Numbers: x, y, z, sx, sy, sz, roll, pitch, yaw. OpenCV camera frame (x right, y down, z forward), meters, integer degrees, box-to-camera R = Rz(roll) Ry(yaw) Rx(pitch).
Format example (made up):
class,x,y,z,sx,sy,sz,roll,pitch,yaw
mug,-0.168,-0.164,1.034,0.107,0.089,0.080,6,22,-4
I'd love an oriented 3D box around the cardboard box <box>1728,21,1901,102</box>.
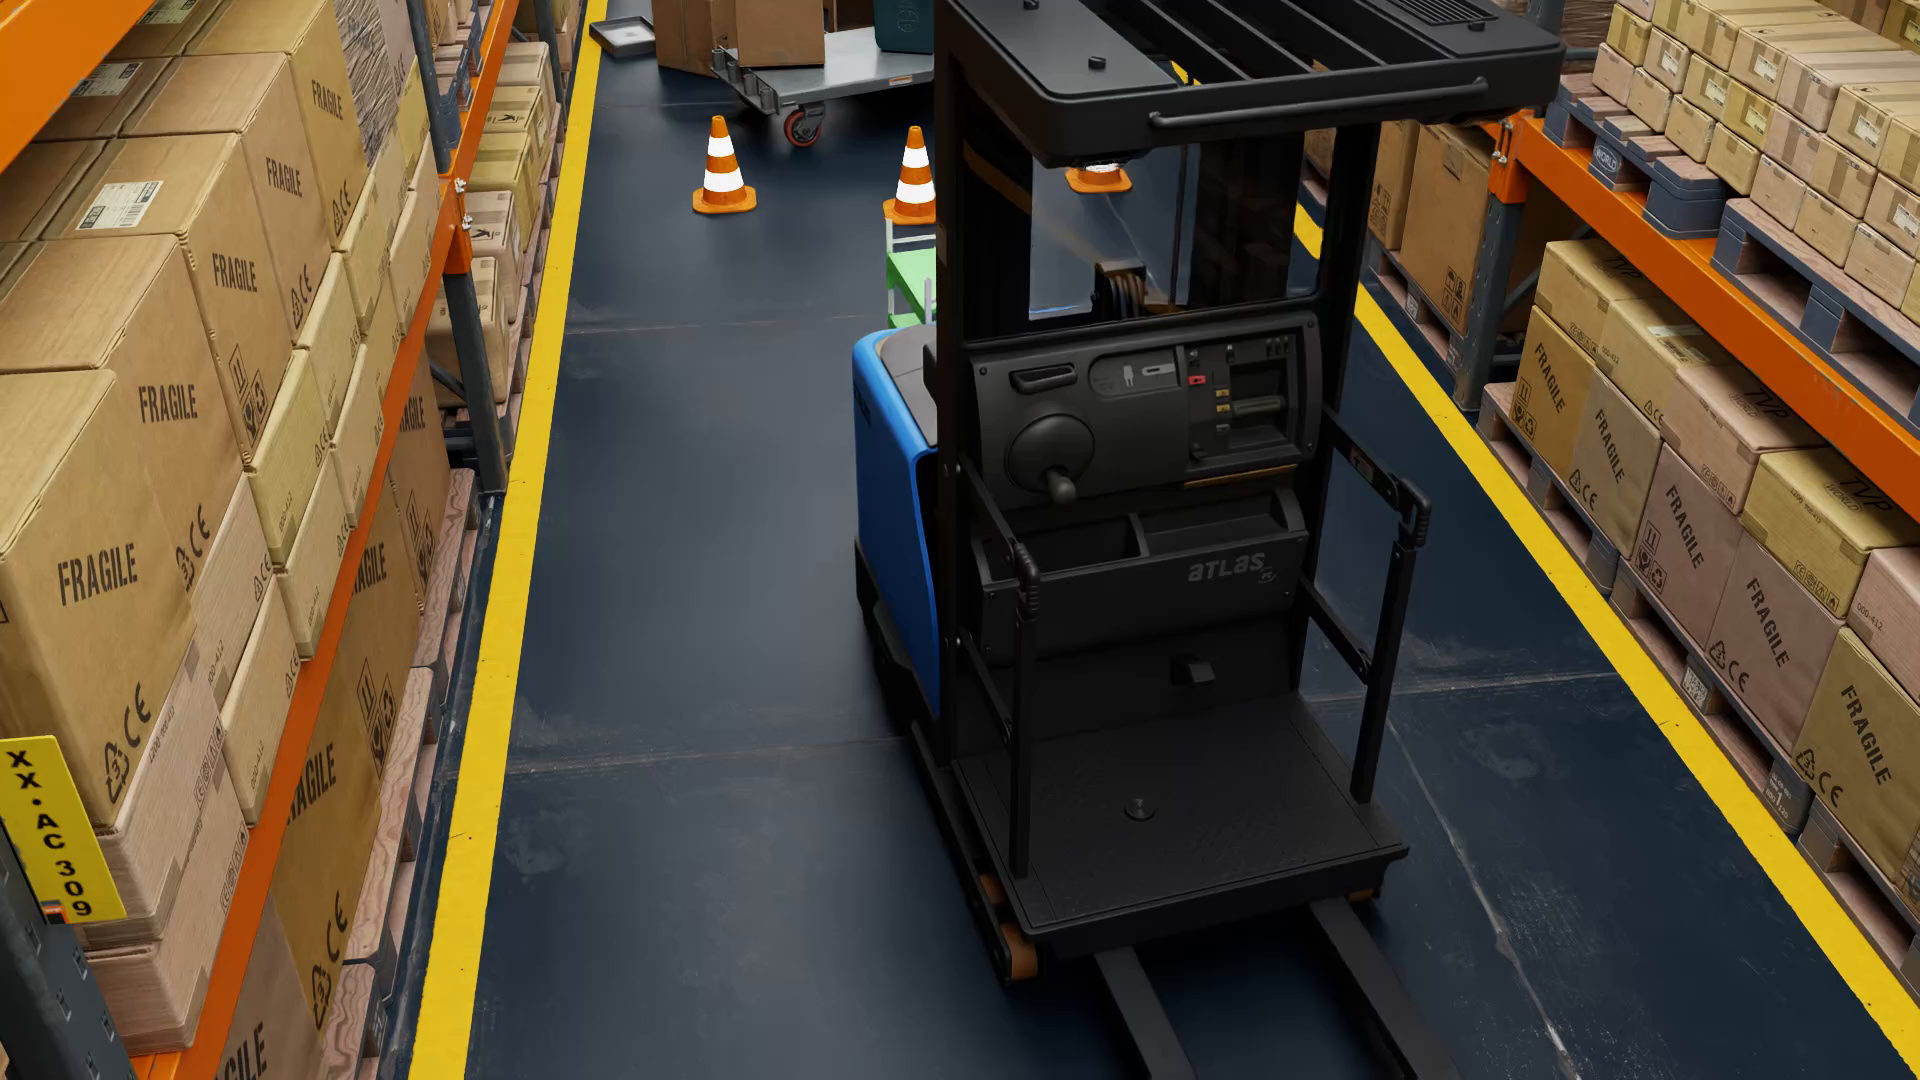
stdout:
class,x,y,z,sx,sy,sz,roll,pitch,yaw
cardboard box,2.585,-1.453,5.040,0.380,0.149,0.250,-6,35,-8

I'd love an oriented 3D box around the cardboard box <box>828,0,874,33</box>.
class,x,y,z,sx,sy,sz,roll,pitch,yaw
cardboard box,-0.476,-3.592,10.954,0.797,0.637,0.503,-4,35,-6

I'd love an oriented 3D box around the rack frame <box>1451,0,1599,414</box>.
class,x,y,z,sx,sy,sz,roll,pitch,yaw
rack frame,2.612,-1.845,6.293,1.000,3.000,0.127,-4,35,-6

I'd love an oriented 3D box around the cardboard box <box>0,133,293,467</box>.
class,x,y,z,sx,sy,sz,roll,pitch,yaw
cardboard box,-1.676,-0.465,3.292,0.500,0.500,0.500,-5,35,-8

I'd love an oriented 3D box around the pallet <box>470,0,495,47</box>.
class,x,y,z,sx,sy,sz,roll,pitch,yaw
pallet,-2.586,-2.436,7.331,1.003,0.211,1.213,-4,35,-6

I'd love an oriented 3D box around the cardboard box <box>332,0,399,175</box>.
class,x,y,z,sx,sy,sz,roll,pitch,yaw
cardboard box,-1.873,-1.313,4.537,0.500,0.500,0.500,-4,34,-6

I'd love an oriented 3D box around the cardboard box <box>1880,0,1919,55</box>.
class,x,y,z,sx,sy,sz,roll,pitch,yaw
cardboard box,3.199,-1.635,5.307,0.380,0.149,0.250,-3,34,-5

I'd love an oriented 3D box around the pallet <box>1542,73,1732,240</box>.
class,x,y,z,sx,sy,sz,roll,pitch,yaw
pallet,2.814,-1.376,5.775,1.213,0.211,1.003,-4,35,-6

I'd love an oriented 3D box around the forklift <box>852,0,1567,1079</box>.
class,x,y,z,sx,sy,sz,roll,pitch,yaw
forklift,0.549,-0.270,4.043,1.130,2.935,3.031,-10,35,-14

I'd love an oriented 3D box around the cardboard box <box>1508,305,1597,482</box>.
class,x,y,z,sx,sy,sz,roll,pitch,yaw
cardboard box,2.455,-0.571,6.271,0.500,0.500,0.500,-6,35,-8

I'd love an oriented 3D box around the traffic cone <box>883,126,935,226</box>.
class,x,y,z,sx,sy,sz,roll,pitch,yaw
traffic cone,-0.233,-1.925,8.664,0.336,0.463,0.334,-4,35,-6

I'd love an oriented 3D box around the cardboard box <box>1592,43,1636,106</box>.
class,x,y,z,sx,sy,sz,roll,pitch,yaw
cardboard box,2.473,-1.649,5.857,0.380,0.149,0.250,-5,35,-7

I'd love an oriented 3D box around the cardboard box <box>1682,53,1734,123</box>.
class,x,y,z,sx,sy,sz,roll,pitch,yaw
cardboard box,2.556,-1.452,5.304,0.380,0.149,0.250,-5,35,-8

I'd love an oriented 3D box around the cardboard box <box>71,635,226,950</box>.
class,x,y,z,sx,sy,sz,roll,pitch,yaw
cardboard box,-1.521,0.407,2.678,0.500,0.250,0.500,-5,35,-8

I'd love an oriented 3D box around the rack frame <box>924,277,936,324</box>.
class,x,y,z,sx,sy,sz,roll,pitch,yaw
rack frame,0.001,-0.365,5.721,0.240,1.200,0.015,-10,35,-14

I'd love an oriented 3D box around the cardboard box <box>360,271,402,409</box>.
class,x,y,z,sx,sy,sz,roll,pitch,yaw
cardboard box,-1.818,-0.523,4.487,0.500,0.250,0.500,-5,35,-7

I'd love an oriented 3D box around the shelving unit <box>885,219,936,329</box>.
class,x,y,z,sx,sy,sz,roll,pitch,yaw
shelving unit,-0.070,-0.497,5.914,0.258,1.200,0.503,-10,35,-14

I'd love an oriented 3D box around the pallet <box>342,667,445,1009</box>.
class,x,y,z,sx,sy,sz,roll,pitch,yaw
pallet,-2.087,0.864,4.795,1.003,0.211,1.213,-4,35,-6

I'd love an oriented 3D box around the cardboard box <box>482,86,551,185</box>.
class,x,y,z,sx,sy,sz,roll,pitch,yaw
cardboard box,-2.644,-2.040,8.540,0.950,0.372,0.625,-2,34,-3

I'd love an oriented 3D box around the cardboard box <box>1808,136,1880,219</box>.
class,x,y,z,sx,sy,sz,roll,pitch,yaw
cardboard box,2.653,-1.034,4.689,0.380,0.149,0.250,-5,35,-7

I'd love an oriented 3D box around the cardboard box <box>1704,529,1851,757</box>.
class,x,y,z,sx,sy,sz,roll,pitch,yaw
cardboard box,2.668,0.280,5.022,0.500,0.500,0.500,-5,35,-7

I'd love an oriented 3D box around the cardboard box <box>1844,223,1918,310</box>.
class,x,y,z,sx,sy,sz,roll,pitch,yaw
cardboard box,2.686,-0.764,4.558,0.380,0.149,0.250,-5,35,-8

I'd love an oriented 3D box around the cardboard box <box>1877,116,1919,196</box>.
class,x,y,z,sx,sy,sz,roll,pitch,yaw
cardboard box,2.691,-1.015,4.397,0.380,0.149,0.250,-5,35,-7

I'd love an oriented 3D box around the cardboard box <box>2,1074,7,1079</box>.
class,x,y,z,sx,sy,sz,roll,pitch,yaw
cardboard box,-1.426,1.017,2.005,0.500,0.500,0.500,-4,34,-6

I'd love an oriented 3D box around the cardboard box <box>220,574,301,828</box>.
class,x,y,z,sx,sy,sz,roll,pitch,yaw
cardboard box,-1.610,0.327,3.240,0.500,0.250,0.500,-5,35,-8

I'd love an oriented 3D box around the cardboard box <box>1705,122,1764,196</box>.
class,x,y,z,sx,sy,sz,roll,pitch,yaw
cardboard box,2.583,-1.199,5.195,0.380,0.149,0.250,-3,34,-4

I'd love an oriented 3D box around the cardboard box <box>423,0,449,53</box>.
class,x,y,z,sx,sy,sz,roll,pitch,yaw
cardboard box,-2.110,-2.020,5.824,0.500,0.500,0.500,-5,35,-8

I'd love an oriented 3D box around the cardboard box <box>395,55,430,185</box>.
class,x,y,z,sx,sy,sz,roll,pitch,yaw
cardboard box,-1.962,-1.307,5.193,0.500,0.250,0.500,-4,35,-7

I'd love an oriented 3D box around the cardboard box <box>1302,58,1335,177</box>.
class,x,y,z,sx,sy,sz,roll,pitch,yaw
cardboard box,2.373,-2.442,8.795,1.050,0.750,0.750,-4,35,-6

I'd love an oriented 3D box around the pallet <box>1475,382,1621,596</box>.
class,x,y,z,sx,sy,sz,roll,pitch,yaw
pallet,2.716,-0.256,6.438,1.003,0.211,1.213,-4,35,-6

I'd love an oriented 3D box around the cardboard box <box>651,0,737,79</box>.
class,x,y,z,sx,sy,sz,roll,pitch,yaw
cardboard box,-1.613,-3.315,10.668,0.500,0.500,0.500,20,39,26

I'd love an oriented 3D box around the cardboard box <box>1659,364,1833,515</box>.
class,x,y,z,sx,sy,sz,roll,pitch,yaw
cardboard box,2.587,-0.332,5.254,0.500,0.250,0.500,-4,34,-6

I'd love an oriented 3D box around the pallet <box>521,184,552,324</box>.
class,x,y,z,sx,sy,sz,roll,pitch,yaw
pallet,-2.544,-1.376,8.082,1.003,0.211,1.213,-4,35,-6

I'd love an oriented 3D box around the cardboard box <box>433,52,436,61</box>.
class,x,y,z,sx,sy,sz,roll,pitch,yaw
cardboard box,-2.143,-1.839,6.135,0.380,0.149,0.250,-6,35,-9

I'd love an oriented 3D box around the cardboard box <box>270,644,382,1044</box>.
class,x,y,z,sx,sy,sz,roll,pitch,yaw
cardboard box,-2.033,0.680,4.103,0.875,0.875,0.875,-3,34,-5

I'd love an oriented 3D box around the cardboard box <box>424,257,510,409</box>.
class,x,y,z,sx,sy,sz,roll,pitch,yaw
cardboard box,-2.345,-0.817,6.746,0.950,0.372,0.625,-7,35,-10

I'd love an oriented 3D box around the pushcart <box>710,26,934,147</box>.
class,x,y,z,sx,sy,sz,roll,pitch,yaw
pushcart,-0.565,-2.762,9.968,1.648,0.377,0.936,-16,38,-23

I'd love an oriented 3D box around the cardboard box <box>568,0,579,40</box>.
class,x,y,z,sx,sy,sz,roll,pitch,yaw
cardboard box,-2.712,-3.329,10.541,0.500,0.250,0.500,-3,34,-4

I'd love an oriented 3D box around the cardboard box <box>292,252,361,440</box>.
class,x,y,z,sx,sy,sz,roll,pitch,yaw
cardboard box,-1.730,-0.447,3.932,0.500,0.250,0.500,-5,35,-8

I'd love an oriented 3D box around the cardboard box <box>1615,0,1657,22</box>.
class,x,y,z,sx,sy,sz,roll,pitch,yaw
cardboard box,2.483,-1.885,5.675,0.380,0.149,0.250,-4,35,-6

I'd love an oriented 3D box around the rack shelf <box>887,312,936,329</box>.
class,x,y,z,sx,sy,sz,roll,pitch,yaw
rack shelf,-0.070,-0.642,5.814,0.258,0.148,0.480,-10,35,-14

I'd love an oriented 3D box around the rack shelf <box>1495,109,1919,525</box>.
class,x,y,z,sx,sy,sz,roll,pitch,yaw
rack shelf,2.881,-0.431,4.858,1.077,0.370,4.000,-4,35,-6
